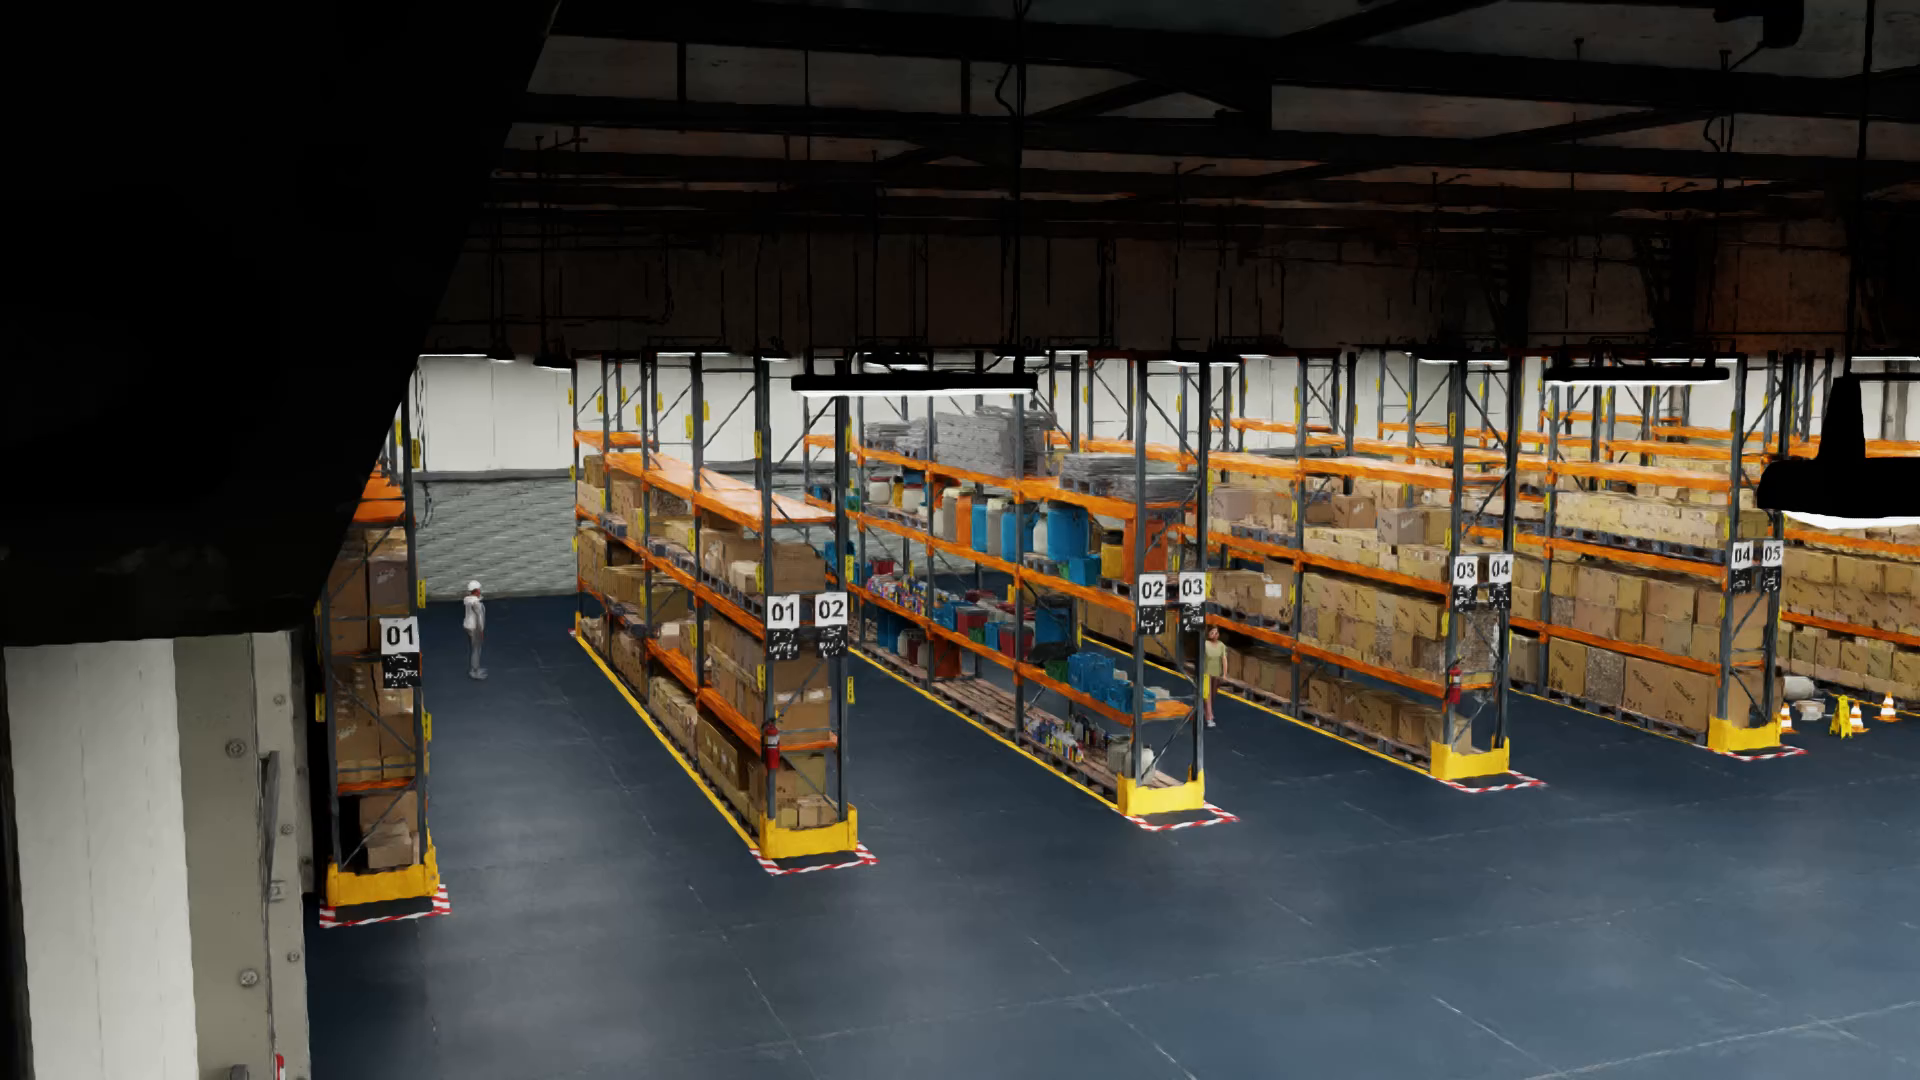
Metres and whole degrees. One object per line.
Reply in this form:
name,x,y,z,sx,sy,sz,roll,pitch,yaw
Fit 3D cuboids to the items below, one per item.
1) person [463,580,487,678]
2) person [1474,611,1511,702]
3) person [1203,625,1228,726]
person,-8.895,1.626,30.666,0.463,1.782,0.598,-6,9,-39
person,9.164,1.987,28.564,0.639,1.628,0.512,-3,8,-22
person,4.110,2.167,26.989,0.448,1.601,1.006,-1,7,-11
